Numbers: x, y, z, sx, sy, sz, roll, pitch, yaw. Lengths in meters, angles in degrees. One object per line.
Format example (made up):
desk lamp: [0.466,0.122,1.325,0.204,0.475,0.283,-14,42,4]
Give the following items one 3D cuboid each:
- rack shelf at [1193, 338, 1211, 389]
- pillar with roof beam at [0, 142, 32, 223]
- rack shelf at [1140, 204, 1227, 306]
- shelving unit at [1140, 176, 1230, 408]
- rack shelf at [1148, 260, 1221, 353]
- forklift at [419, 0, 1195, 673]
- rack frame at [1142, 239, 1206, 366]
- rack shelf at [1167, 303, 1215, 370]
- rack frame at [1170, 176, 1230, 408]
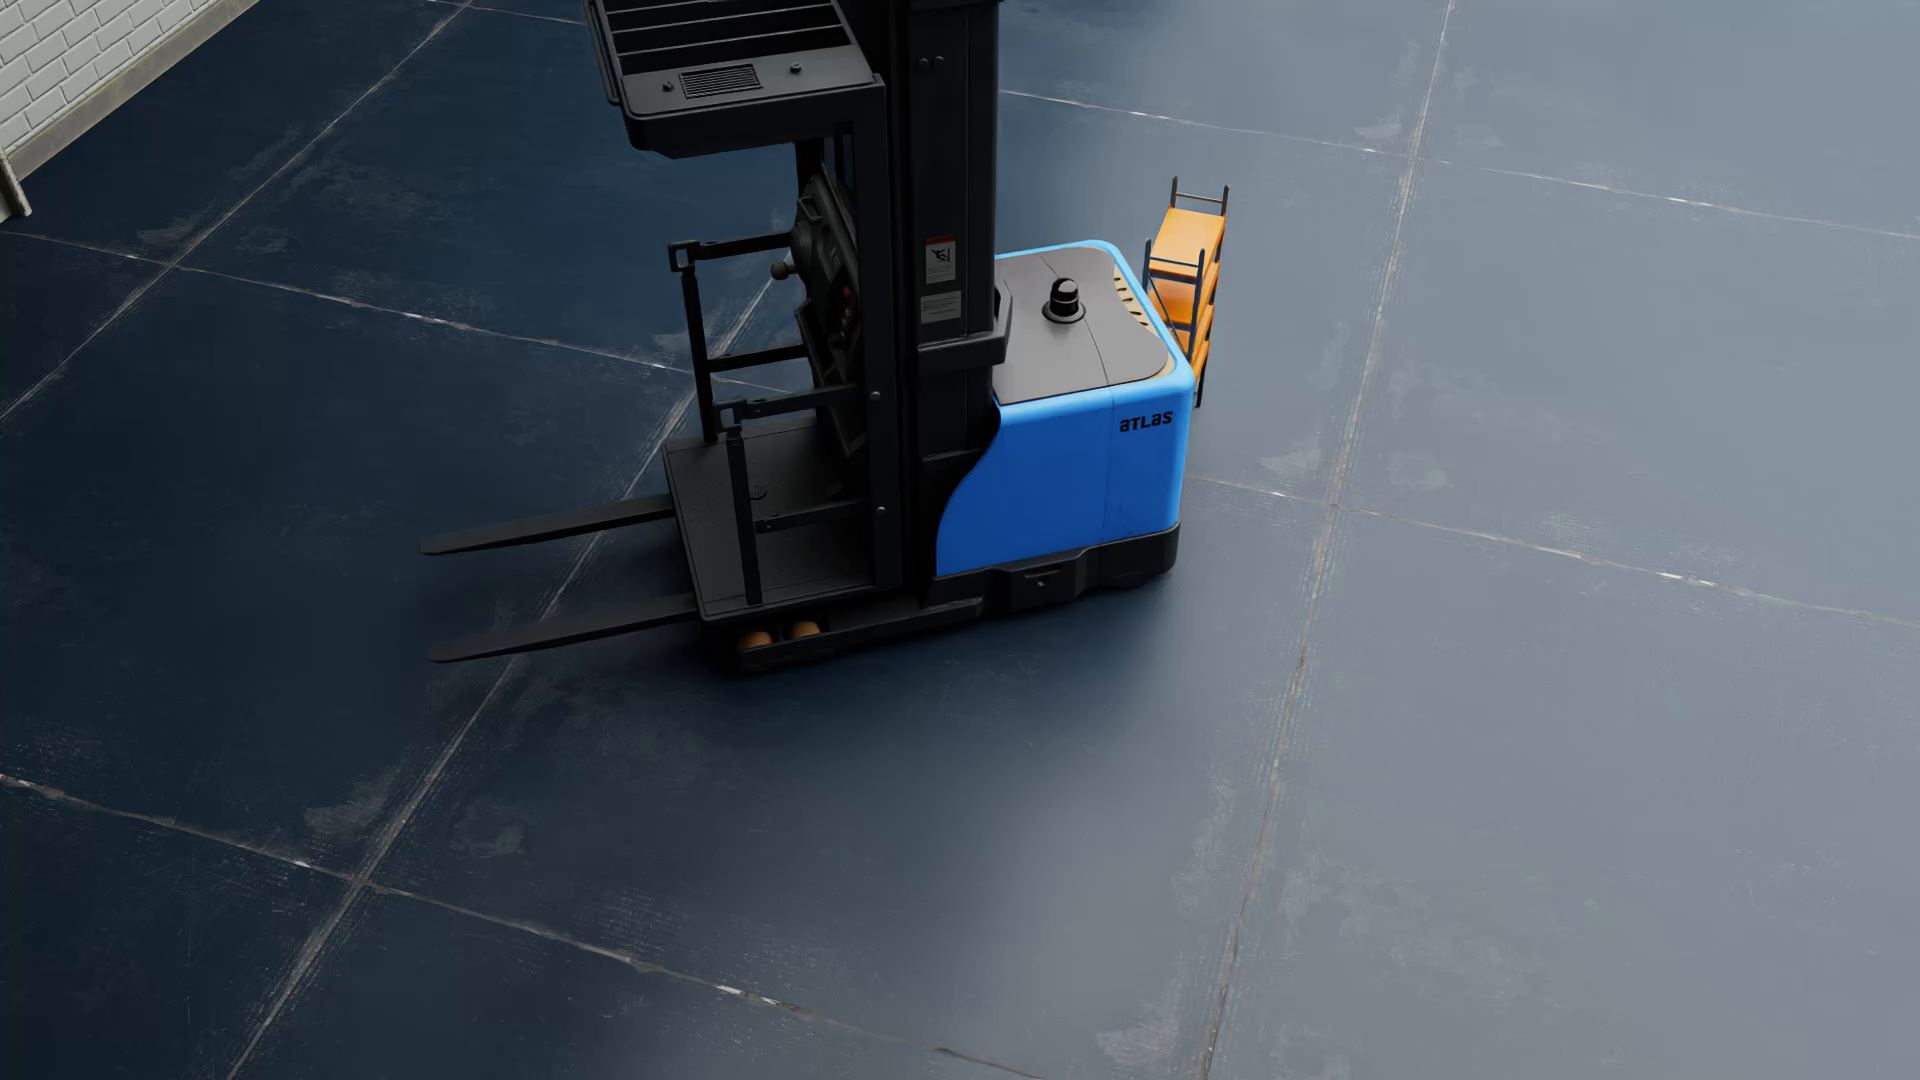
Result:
rack shelf: [0.936,-0.723,7.410,0.258,0.148,0.480,13,46,13]
pillar with roof beam: [-1.097,-3.976,4.778,9.100,9.000,0.400,13,46,13]
rack shelf: [0.936,-1.193,6.949,0.258,0.148,0.480,13,46,13]
shelving unit: [0.936,-0.913,7.224,0.258,1.200,0.503,13,46,13]
rack shelf: [0.936,-1.024,7.114,0.258,0.148,0.480,13,46,13]
forklift: [-0.669,-0.938,6.012,3.031,2.935,1.130,-11,45,-11]
rack frame: [0.861,-0.750,7.058,0.240,1.200,0.015,13,46,13]
rack shelf: [0.936,-0.864,7.271,0.258,0.148,0.480,13,46,13]
rack frame: [1.011,-1.075,7.390,0.240,1.200,0.015,13,46,13]
